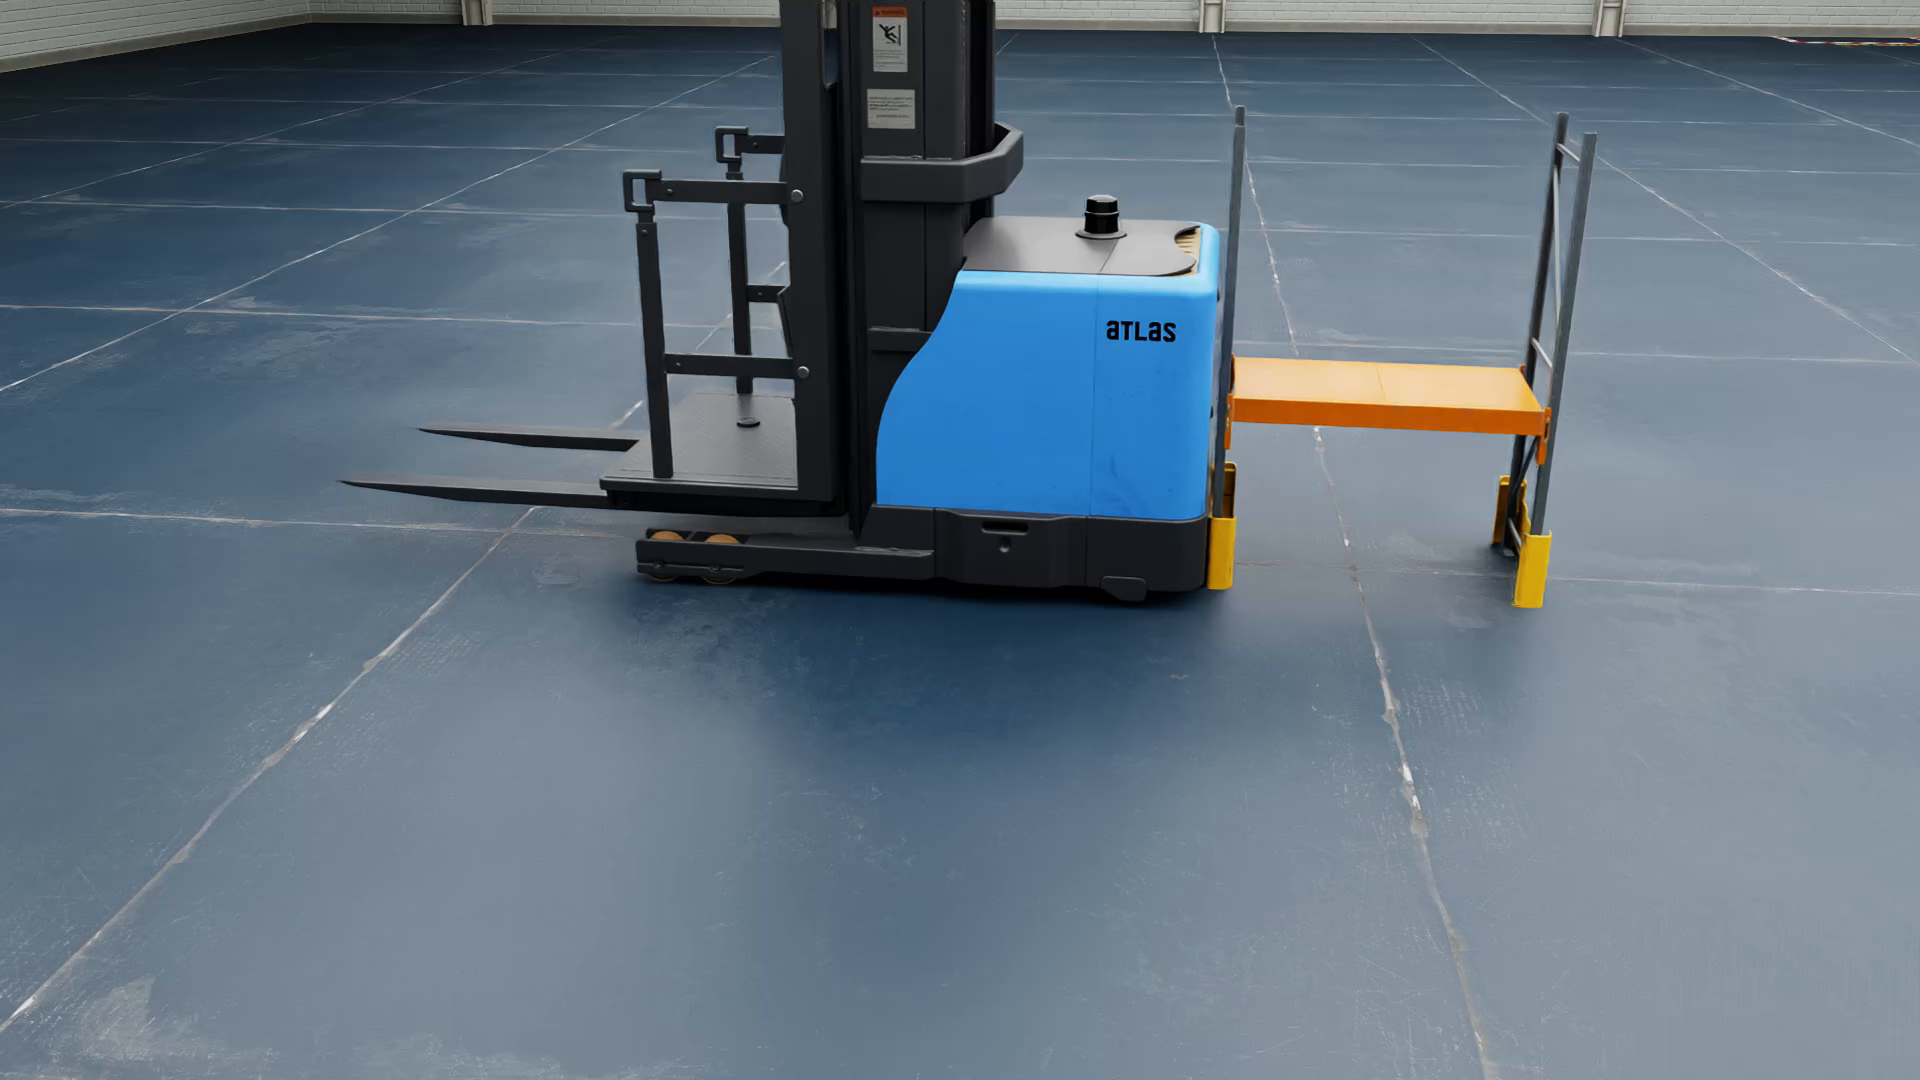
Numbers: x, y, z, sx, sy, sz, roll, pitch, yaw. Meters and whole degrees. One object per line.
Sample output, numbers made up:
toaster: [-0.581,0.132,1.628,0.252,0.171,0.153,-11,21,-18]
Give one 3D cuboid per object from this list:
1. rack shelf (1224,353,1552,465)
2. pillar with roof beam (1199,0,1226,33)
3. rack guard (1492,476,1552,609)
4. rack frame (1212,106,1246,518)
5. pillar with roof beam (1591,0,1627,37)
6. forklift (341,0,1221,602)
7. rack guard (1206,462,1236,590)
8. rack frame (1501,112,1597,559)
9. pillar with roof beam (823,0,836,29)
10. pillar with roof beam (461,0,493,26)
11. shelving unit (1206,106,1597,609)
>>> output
rack shelf: [1.387,-0.444,5.513,1.000,0.185,0.538,3,22,8]
pillar with roof beam: [3.452,-10.613,20.544,0.400,9.000,9.100,2,22,6]
rack guard: [1.888,-0.002,5.604,0.087,0.250,0.587,3,22,8]
rack frame: [0.885,-0.640,5.519,0.032,1.500,0.500,3,22,8]
pillar with roof beam: [9.410,-10.353,19.887,0.400,9.000,9.100,2,22,6]
forklift: [-0.639,-1.400,5.494,3.031,2.935,1.130,3,22,8]
rack guard: [0.904,-0.058,5.746,0.087,0.250,0.587,3,22,8]
rack frame: [1.889,-0.583,5.374,0.032,1.500,0.500,3,22,8]
pillar with roof beam: [-2.507,-10.872,21.201,0.400,9.000,9.100,2,22,6]
pillar with roof beam: [-8.465,-11.132,21.857,0.400,9.000,9.100,2,22,6]
shelving unit: [1.396,-0.611,5.445,1.083,1.500,0.587,3,22,8]
